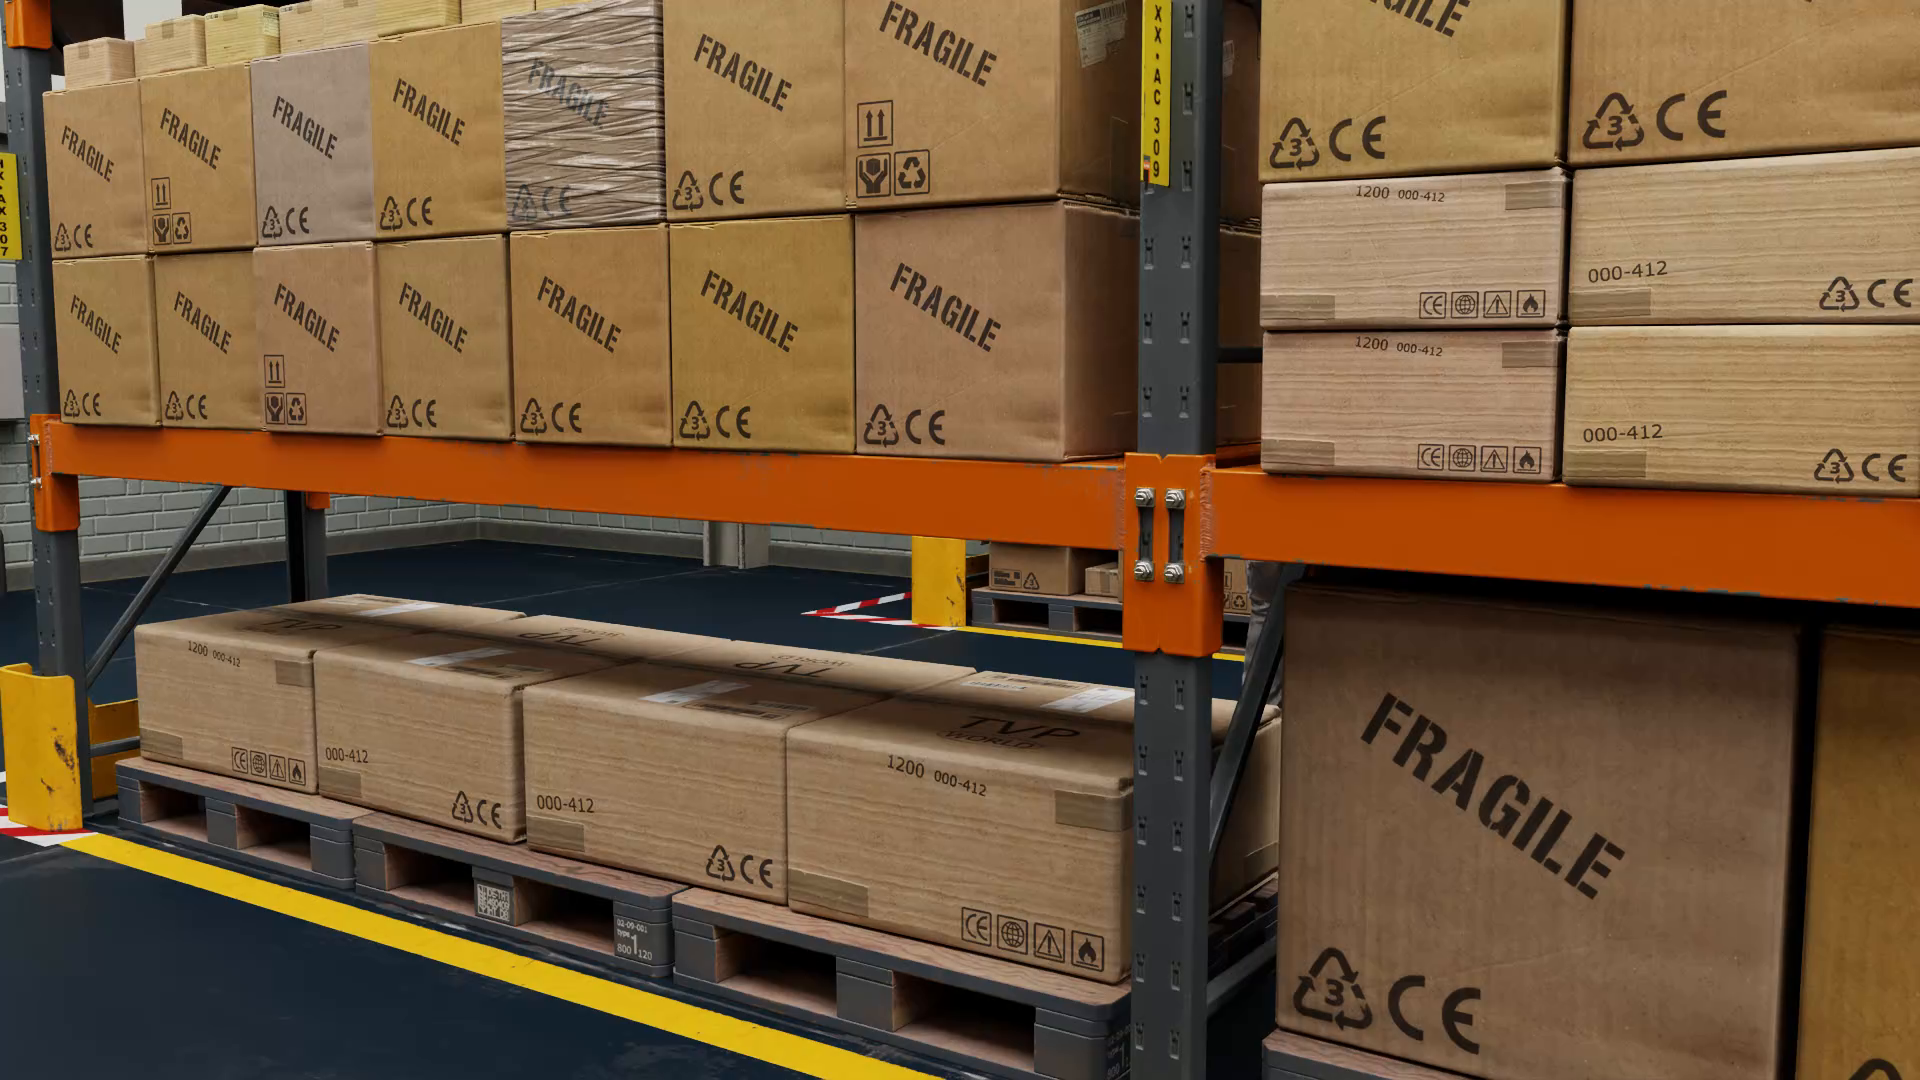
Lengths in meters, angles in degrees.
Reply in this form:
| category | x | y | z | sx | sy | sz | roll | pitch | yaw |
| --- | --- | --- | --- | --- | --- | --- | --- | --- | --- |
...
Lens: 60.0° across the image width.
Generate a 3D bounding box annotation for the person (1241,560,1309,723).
| category | x | y | z | sx | sy | sz | roll | pitch | yaw |
| --- | --- | --- | --- | --- | --- | --- | --- | --- | --- |
| person | 1.312 | -0.088 | 6.469 | 0.630 | 1.776 | 0.443 | 4 | 7 | 31 |
